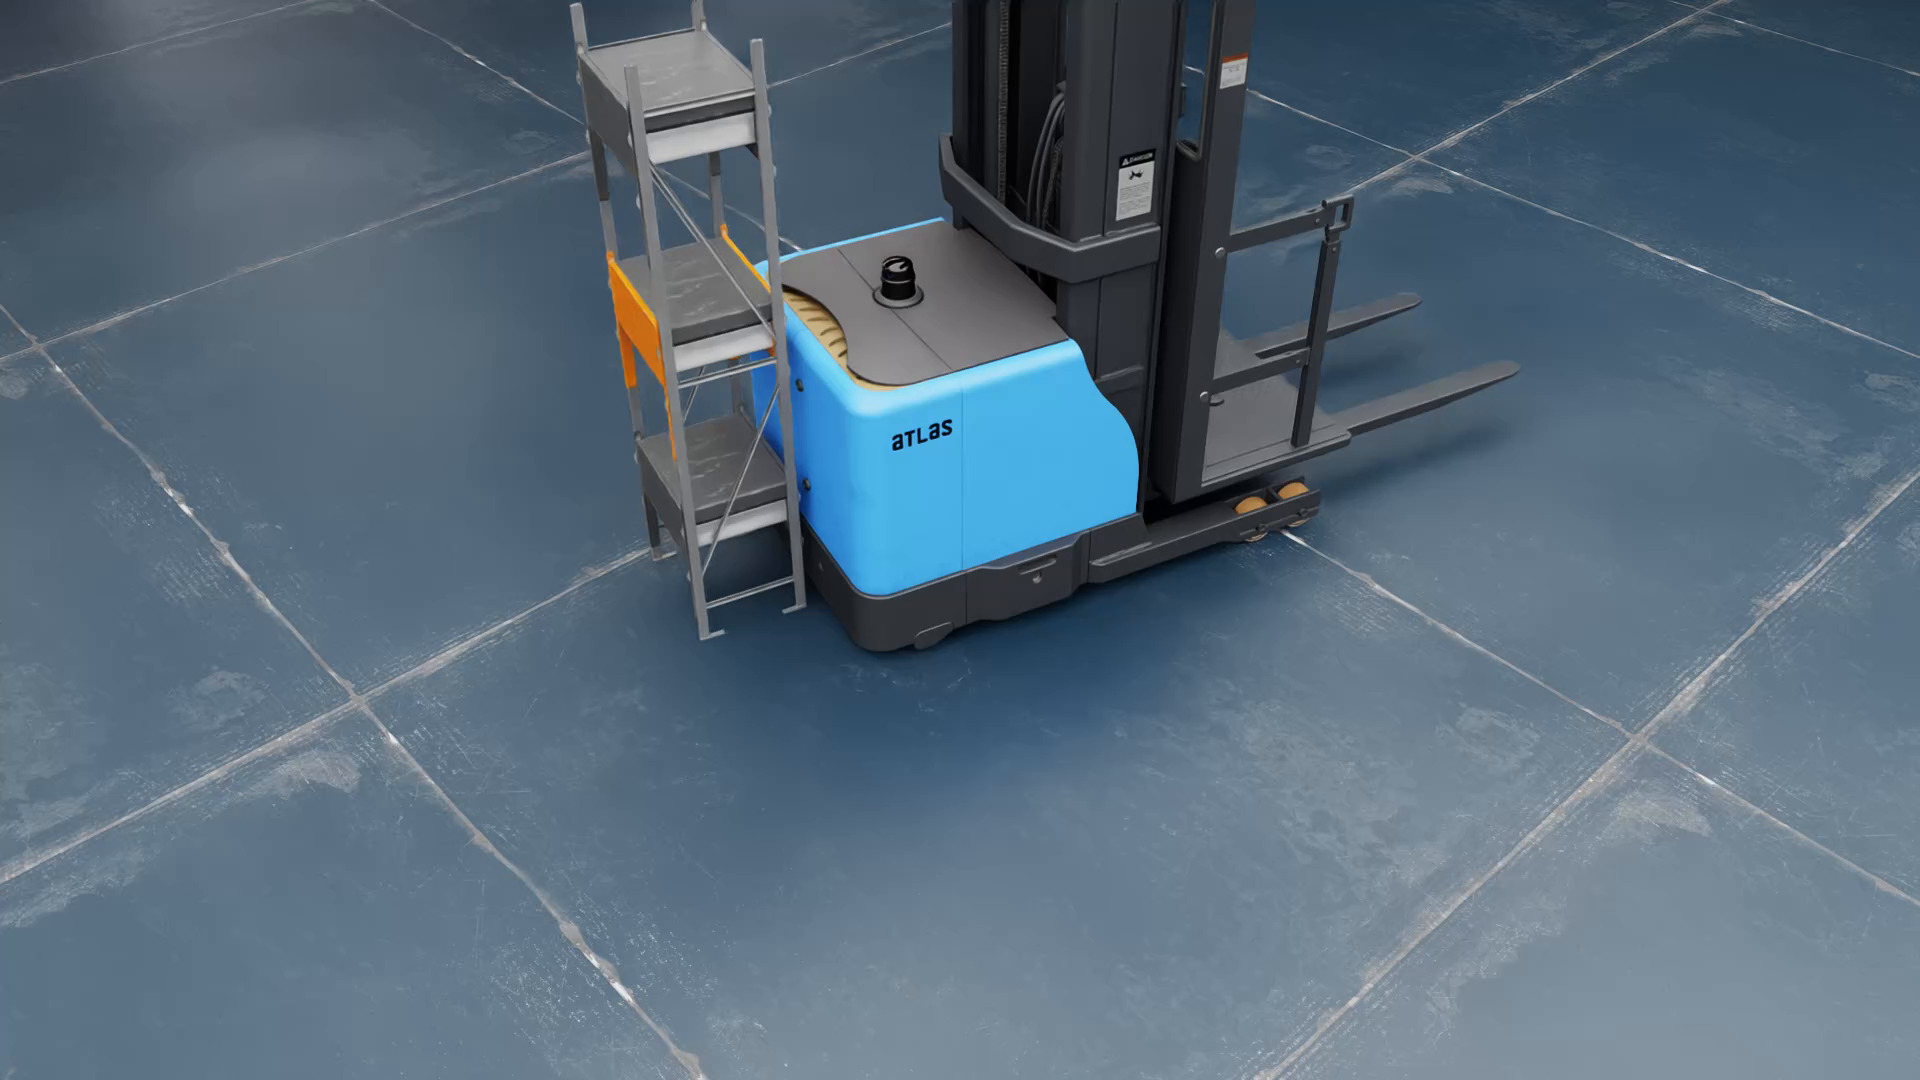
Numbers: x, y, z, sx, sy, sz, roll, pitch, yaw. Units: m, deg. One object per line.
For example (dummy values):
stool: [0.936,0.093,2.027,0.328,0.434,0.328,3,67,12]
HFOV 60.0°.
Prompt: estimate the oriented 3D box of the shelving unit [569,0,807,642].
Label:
shelving unit: [-0.843,-0.659,5.395,0.431,2.100,0.503,-18,42,-21]

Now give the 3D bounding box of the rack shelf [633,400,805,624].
rack shelf: [-0.843,-0.104,5.843,0.431,0.518,0.480,-18,42,-21]

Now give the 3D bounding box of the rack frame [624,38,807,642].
rack frame: [-0.730,-0.523,5.226,0.400,2.100,0.015,-18,42,-21]

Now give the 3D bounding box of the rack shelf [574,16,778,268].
rack shelf: [-0.843,-1.193,4.963,0.431,0.518,0.480,-18,42,-21]

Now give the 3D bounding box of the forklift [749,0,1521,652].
forklift: [0.787,-1.411,5.665,3.031,2.935,1.130,-18,42,-21]

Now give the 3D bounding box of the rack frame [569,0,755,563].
rack frame: [-0.956,-0.795,5.563,0.400,2.100,0.015,-18,42,-21]

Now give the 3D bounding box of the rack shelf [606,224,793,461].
rack shelf: [-0.843,-0.648,5.403,0.431,0.518,0.480,-18,42,-21]
